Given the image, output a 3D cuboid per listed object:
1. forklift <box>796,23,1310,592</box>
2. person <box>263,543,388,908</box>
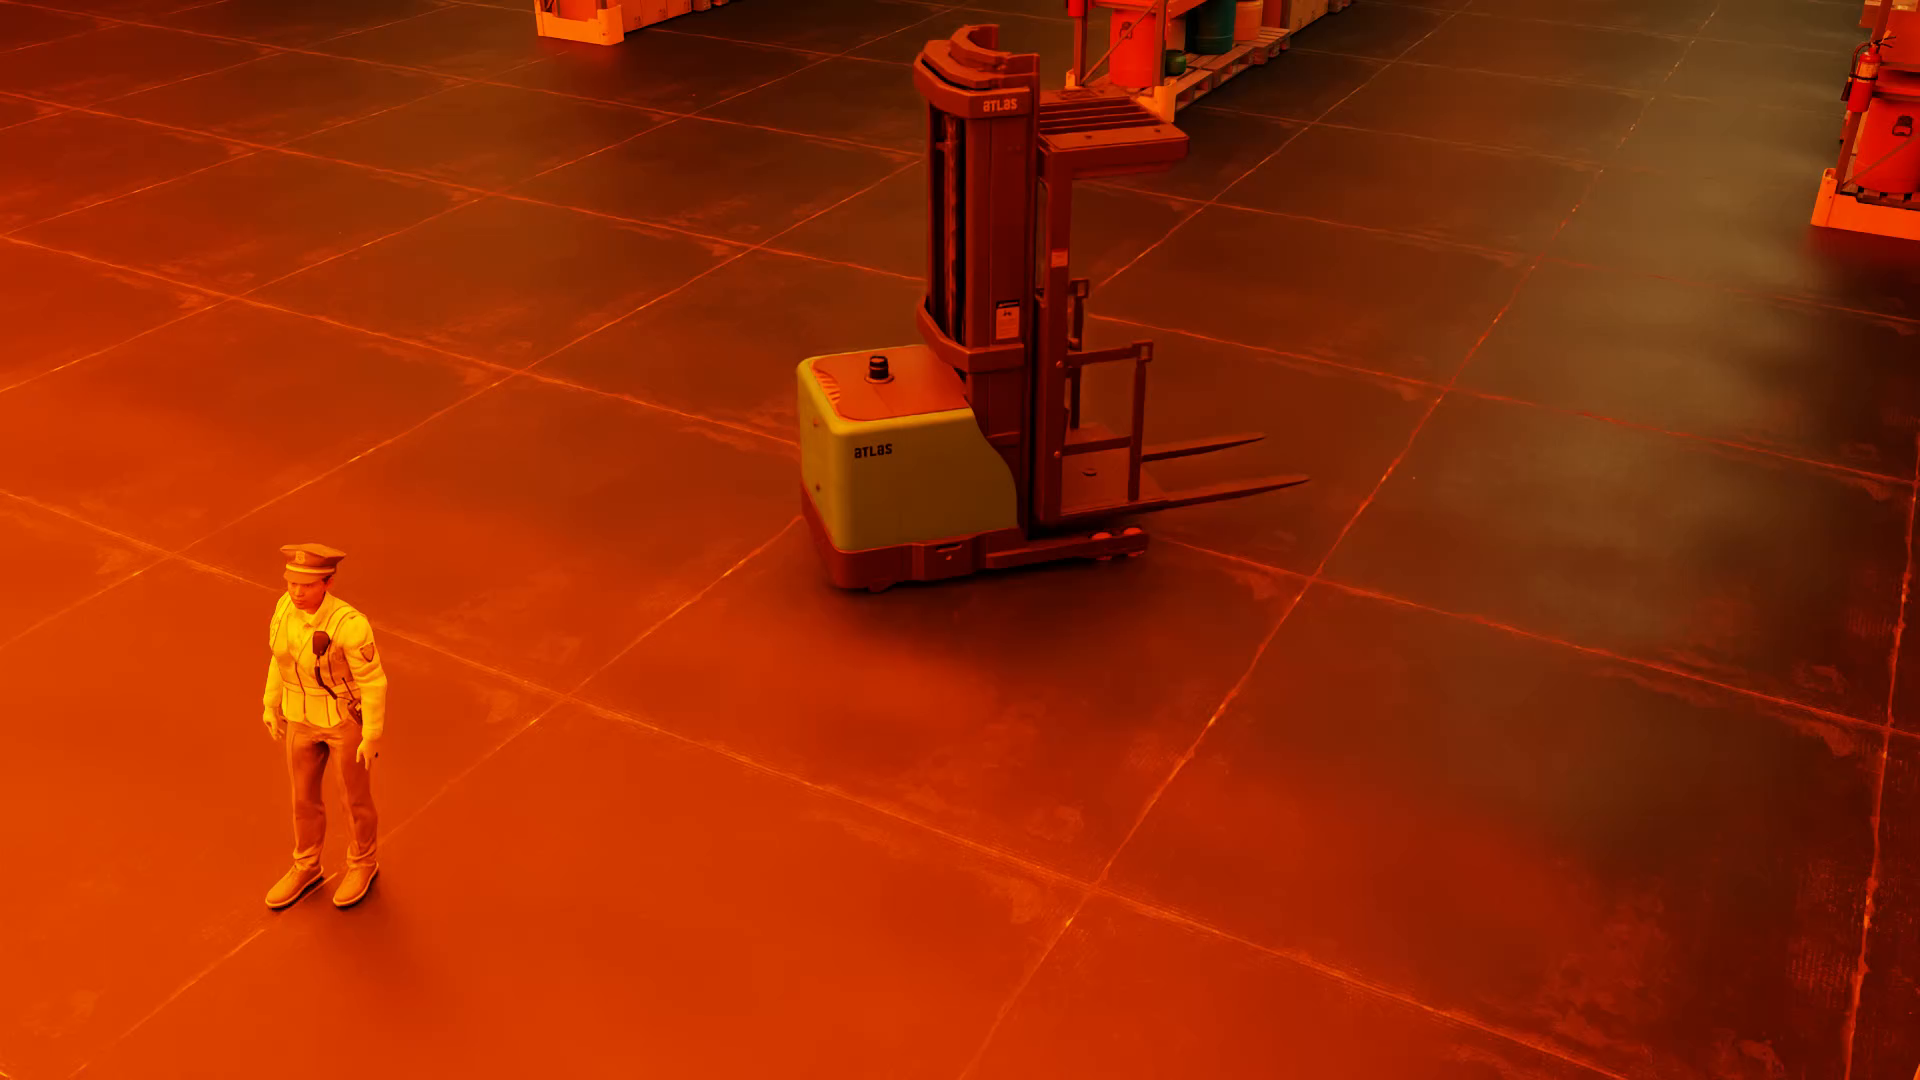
[{"bbox_3d":[0.609,-1.388,9.476,3.031,2.935,1.130,-9,31,-15],"label":"forklift"},{"bbox_3d":[-2.677,0.785,6.932,0.586,1.695,0.532,11,32,18],"label":"person"}]
